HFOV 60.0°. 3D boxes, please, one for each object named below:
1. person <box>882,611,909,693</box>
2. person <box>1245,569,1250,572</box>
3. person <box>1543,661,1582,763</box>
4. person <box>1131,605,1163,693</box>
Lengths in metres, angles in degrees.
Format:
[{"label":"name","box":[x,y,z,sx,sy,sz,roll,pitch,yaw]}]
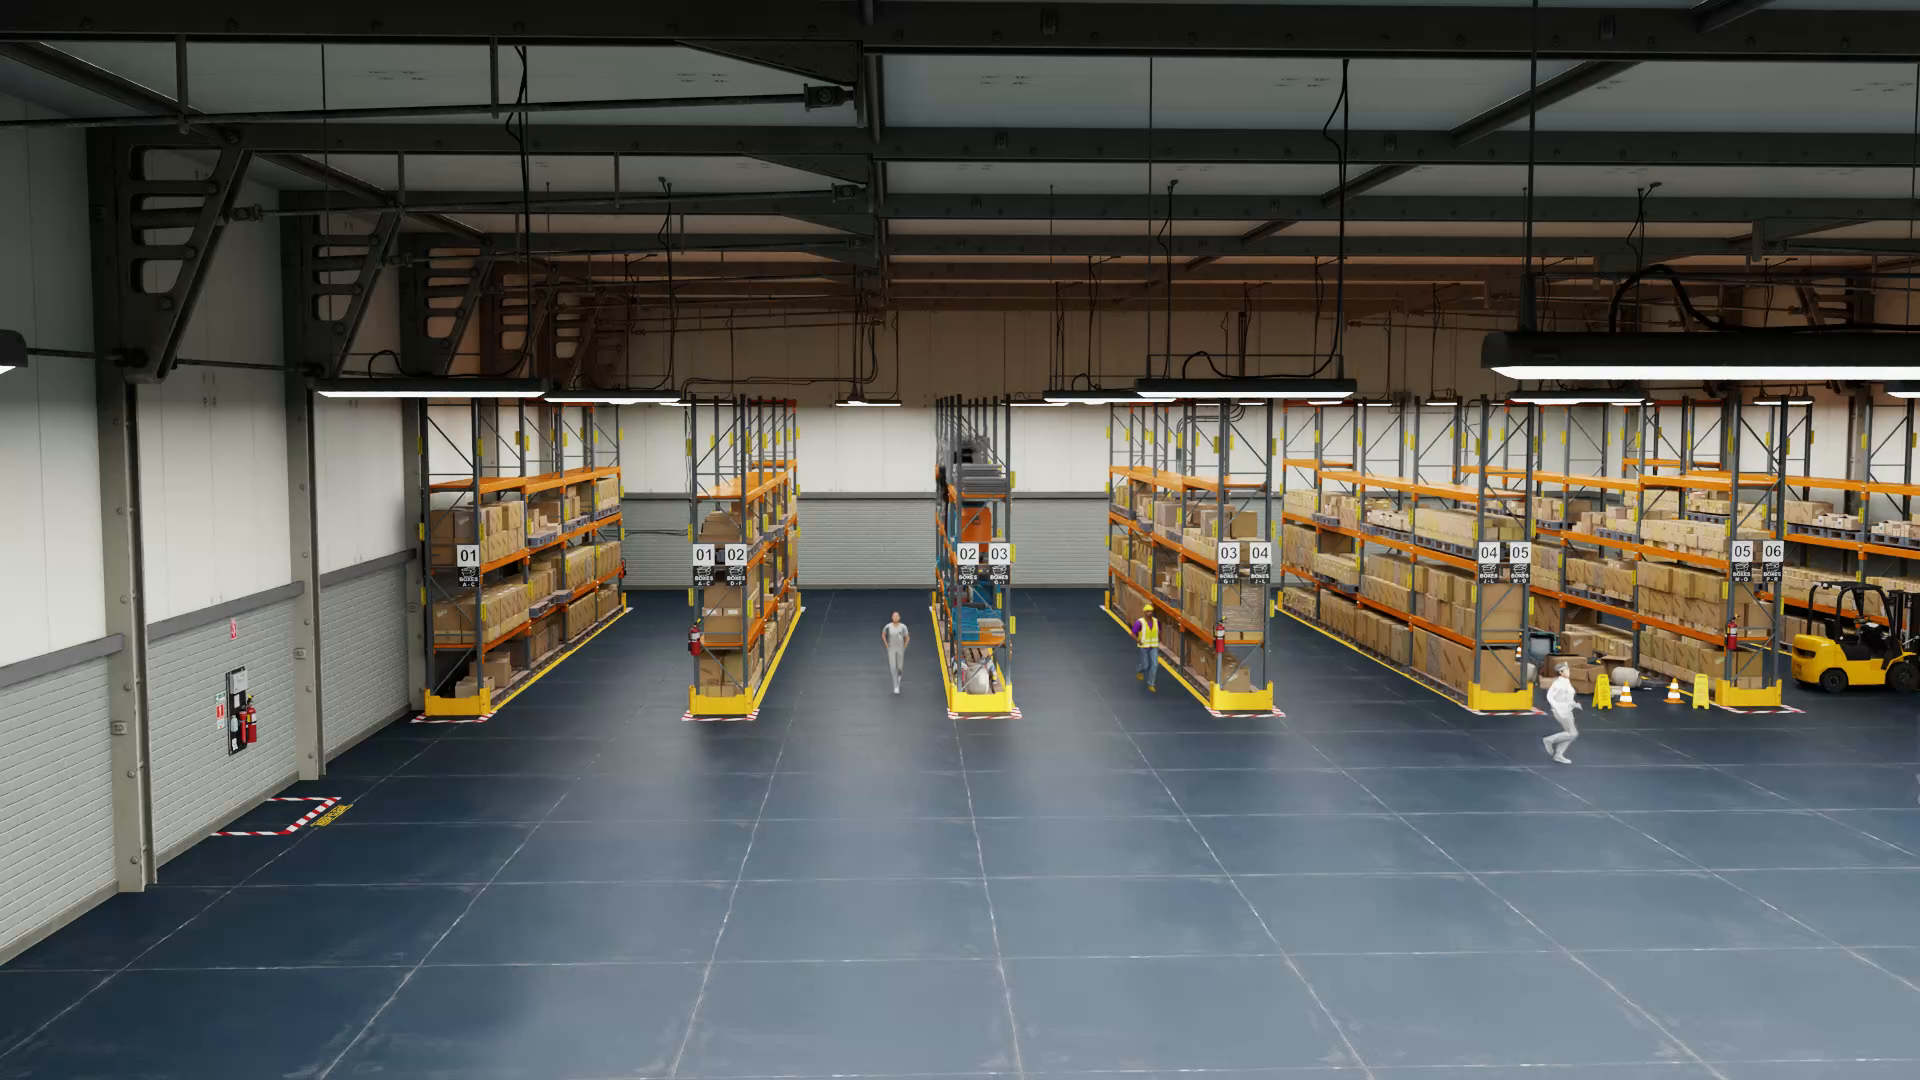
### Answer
[{"label":"person","box":[-1.312,2.252,33.871,0.565,1.646,0.721,0,5,-3]},{"label":"person","box":[8.089,1.103,47.959,0.529,1.710,0.734,-4,6,-45]},{"label":"person","box":[9.779,2.789,26.958,0.546,1.652,0.621,3,6,36]},{"label":"person","box":[3.842,2.191,33.959,0.699,1.758,0.850,-1,5,-12]}]
